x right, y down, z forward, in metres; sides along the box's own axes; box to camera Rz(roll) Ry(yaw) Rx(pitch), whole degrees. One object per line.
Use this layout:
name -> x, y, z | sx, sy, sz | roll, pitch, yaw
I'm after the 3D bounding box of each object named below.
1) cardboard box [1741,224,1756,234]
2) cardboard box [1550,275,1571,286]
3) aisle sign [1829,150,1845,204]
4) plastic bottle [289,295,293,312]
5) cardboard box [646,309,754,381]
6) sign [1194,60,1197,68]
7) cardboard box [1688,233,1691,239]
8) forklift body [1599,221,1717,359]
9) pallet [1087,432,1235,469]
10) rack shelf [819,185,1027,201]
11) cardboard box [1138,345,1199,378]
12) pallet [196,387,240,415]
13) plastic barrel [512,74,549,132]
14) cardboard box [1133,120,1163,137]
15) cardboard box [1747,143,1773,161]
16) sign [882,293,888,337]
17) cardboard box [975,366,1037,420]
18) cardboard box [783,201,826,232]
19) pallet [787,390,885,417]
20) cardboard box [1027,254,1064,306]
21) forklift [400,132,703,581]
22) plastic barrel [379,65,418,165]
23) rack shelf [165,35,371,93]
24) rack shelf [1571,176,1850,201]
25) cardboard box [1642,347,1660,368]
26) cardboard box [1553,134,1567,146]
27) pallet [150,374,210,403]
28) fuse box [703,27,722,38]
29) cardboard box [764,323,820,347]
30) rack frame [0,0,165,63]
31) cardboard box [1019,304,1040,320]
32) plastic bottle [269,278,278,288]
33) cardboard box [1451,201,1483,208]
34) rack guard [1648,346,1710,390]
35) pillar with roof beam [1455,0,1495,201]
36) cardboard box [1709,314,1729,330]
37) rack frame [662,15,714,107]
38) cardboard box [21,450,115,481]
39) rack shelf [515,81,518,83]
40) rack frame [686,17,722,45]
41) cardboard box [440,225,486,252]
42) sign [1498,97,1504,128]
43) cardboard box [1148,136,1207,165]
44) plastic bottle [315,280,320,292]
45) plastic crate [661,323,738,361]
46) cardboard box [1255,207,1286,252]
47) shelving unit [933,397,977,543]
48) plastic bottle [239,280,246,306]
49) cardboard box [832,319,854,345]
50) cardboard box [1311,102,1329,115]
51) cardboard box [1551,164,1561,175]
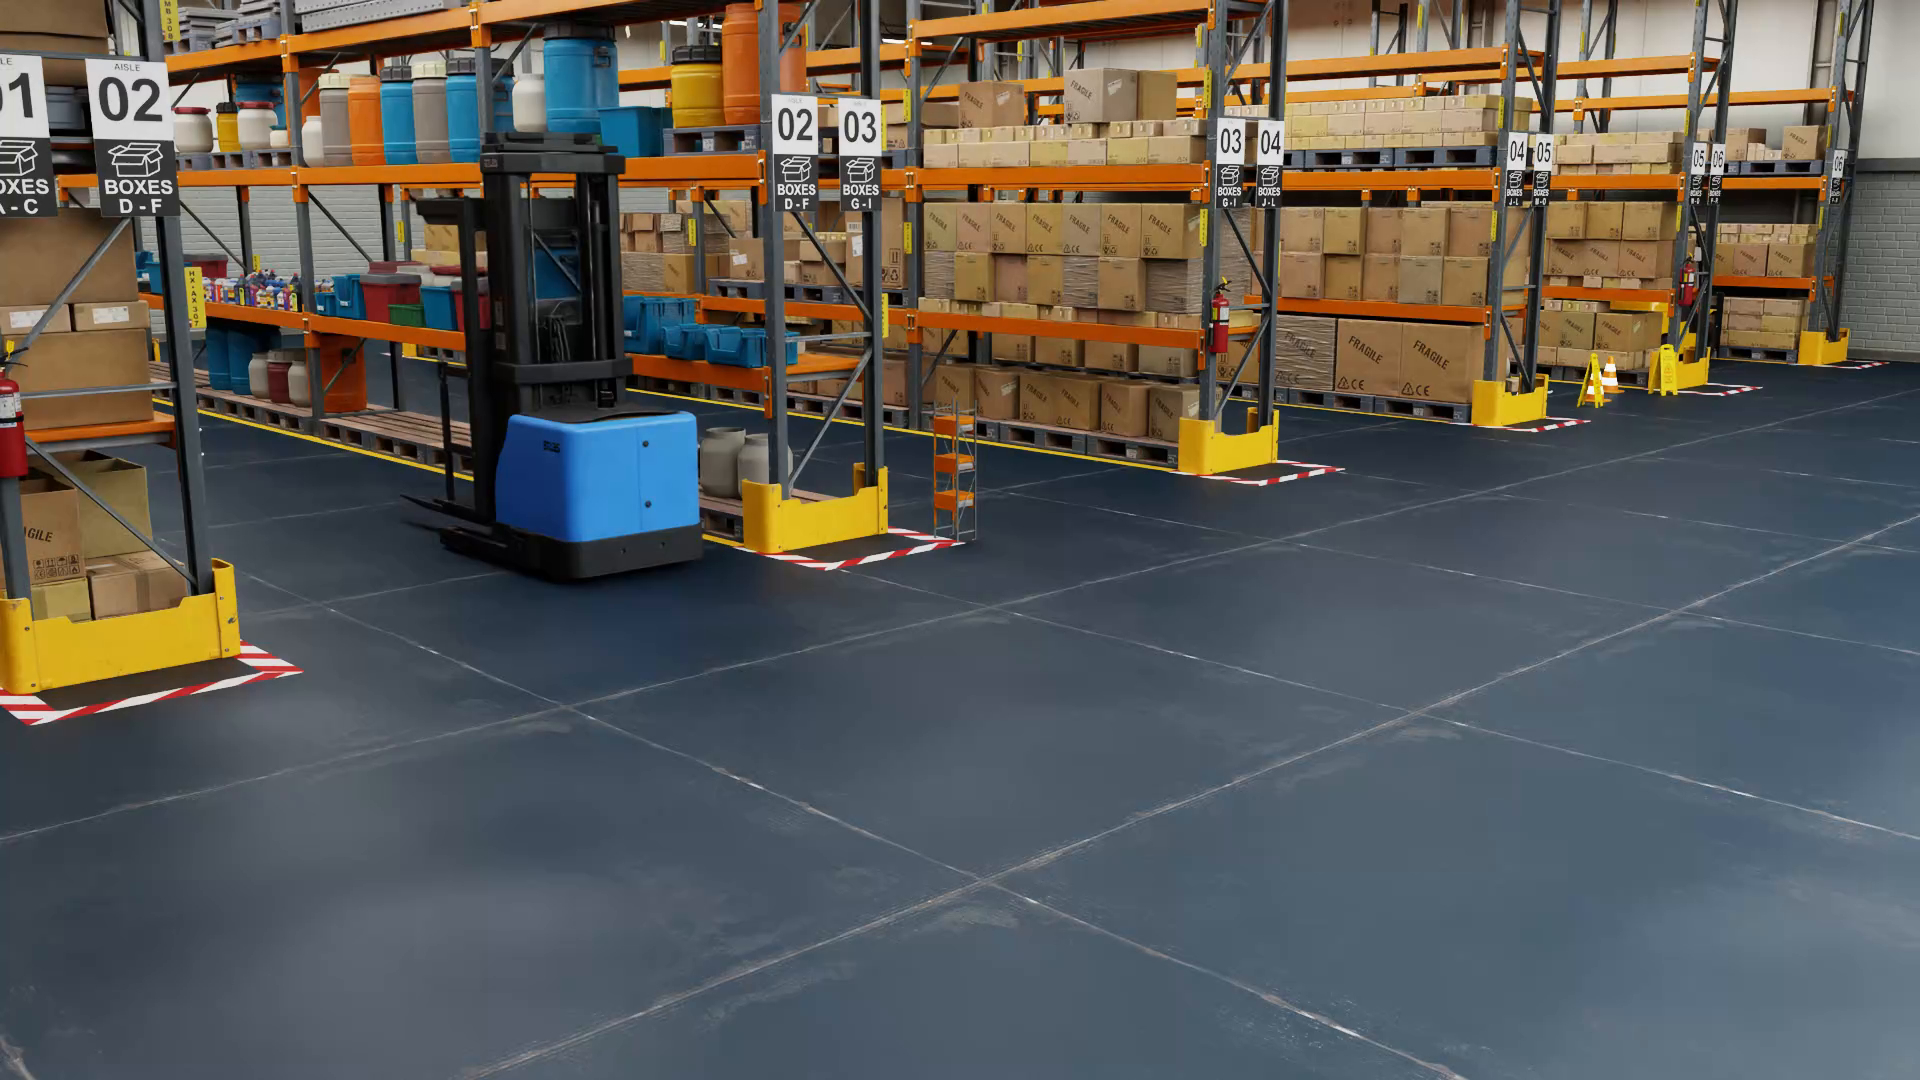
cardboard box -> 12.447, -4.879, 26.068 | 0.380, 0.149, 0.250 | -11, 16, -42
cardboard box -> 8.424, -3.618, 23.160 | 0.380, 0.149, 0.250 | -11, 16, -43
aisle sign -> 13.191, -5.454, 25.008 | 0.394, 0.787, 0.004 | -11, 16, -43
plastic bottle -> -7.158, -2.557, 17.882 | 0.097, 0.201, 0.097 | 0, 12, 0
cardboard box -> -3.383, -2.594, 21.794 | 0.875, 0.875, 1.225 | 11, 16, 43
sign -> 4.666, -9.344, 32.954 | 0.100, 0.325, 0.005 | -11, 16, -43
cardboard box -> 11.679, -4.870, 26.761 | 0.380, 0.149, 0.250 | -11, 16, -44
forklift body -> 10.729, -3.838, 25.710 | 2.313, 2.155, 1.214 | -11, 16, -43
pallet -> 2.015, -0.927, 16.387 | 1.003, 0.211, 1.213 | -11, 16, -43
rack shelf -> -0.645, -5.411, 25.589 | 1.077, 0.370, 4.000 | -11, 16, -43
cardboard box -> 3.004, -2.600, 22.133 | 1.050, 0.750, 0.750 | -11, 16, -43
pallet -> -8.763, -1.735, 20.309 | 1.003, 0.211, 1.213 | -11, 16, -43
plastic barrel -> -3.586, -3.691, 14.142 | 0.421, 0.512, 0.421 | 0, 12, 0
cardboard box -> 1.823, -3.825, 15.494 | 0.250, 0.149, 0.380 | 11, 16, 43
cardboard box -> 12.391, -6.005, 25.735 | 0.396, 0.266, 0.258 | -11, 16, -42
sign -> -0.578, -1.679, 12.443 | 0.100, 0.325, 0.005 | -11, 16, -43
cardboard box -> 0.489, -1.577, 17.785 | 0.500, 0.500, 0.500 | -5, 13, -25
cardboard box -> -2.547, -5.301, 27.245 | 0.500, 0.500, 0.500 | 11, 16, 43
pallet -> -1.545, -1.668, 19.982 | 1.003, 0.211, 1.213 | -11, 16, -43
cardboard box -> 1.160, -2.647, 16.839 | 0.875, 0.500, 0.500 | -11, 16, -43
forklift -> -3.140, -1.401, 11.948 | 1.130, 2.935, 3.031 | -10, 16, -41
plastic barrel -> -5.153, -4.001, 15.723 | 0.600, 0.901, 0.708 | -11, 16, -43
rack shelf -> -7.885, -5.317, 18.694 | 1.077, 0.370, 4.000 | -11, 16, -43
rack shelf -> 11.977, -5.640, 26.702 | 1.077, 0.370, 4.000 | -11, 16, -43
cardboard box -> 9.414, -2.554, 23.149 | 0.500, 0.250, 0.500 | -11, 16, -43
cardboard box -> 8.240, -5.503, 22.901 | 0.380, 0.149, 0.250 | -10, 16, -41
pallet -> -9.802, -1.955, 21.379 | 1.003, 0.211, 1.213 | -11, 16, -43
fuse box -> -5.354, -11.160, 36.349 | 0.513, 0.334, 0.176 | -11, 16, -43
cardboard box -> -2.063, -2.514, 20.428 | 0.500, 0.250, 0.500 | -9, 14, -36
rack frame -> -4.564, -3.716, 8.149 | 1.000, 3.000, 0.127 | -11, 16, -43
cardboard box -> 0.817, -2.328, 16.902 | 0.380, 0.149, 0.250 | -11, 16, -43
plastic bottle -> -8.144, -2.977, 19.746 | 0.097, 0.271, 0.097 | 0, 12, 0
cardboard box -> 7.492, -4.635, 24.013 | 0.700, 0.500, 0.500 | -11, 16, -42
rack guard -> 9.718, -2.326, 22.461 | 1.175, 0.500, 0.348 | -11, 16, -43
pillar with roof beam -> 6.272, -7.672, 27.351 | 9.100, 9.000, 0.400 | -11, 16, -43
cardboard box -> 12.086, -3.510, 26.547 | 0.500, 0.250, 0.500 | -11, 16, -44
rack frame -> -4.789, -8.108, 29.464 | 1.000, 3.000, 0.127 | -11, 16, -43
cardboard box -> -5.475, -0.258, 10.143 | 0.500, 0.500, 0.500 | -11, 16, -43
rack shelf -> -7.065, -6.591, 24.877 | 1.077, 0.370, 4.000 | -11, 16, -43
rack frame -> -2.921, -6.264, 20.514 | 1.000, 3.000, 0.127 | -11, 16, -43
cardboard box -> -7.602, -4.677, 25.456 | 0.500, 0.500, 0.500 | 11, 16, 44
sign -> 5.858, -4.625, 17.994 | 0.100, 0.325, 0.005 | -11, 16, -43
cardboard box -> 2.087, -3.589, 15.335 | 0.500, 0.250, 0.500 | -10, 16, -41
plastic bottle -> -7.427, -2.870, 19.226 | 0.097, 0.271, 0.097 | 0, 12, 0
plastic crate -> -1.985, -1.522, 12.733 | 0.499, 0.251, 0.408 | -11, 16, -43
cardboard box -> 4.192, -3.898, 20.850 | 0.875, 0.550, 0.550 | -11, 16, -43
shelving unit -> -0.037, -0.522, 12.344 | 0.215, 1.050, 0.252 | -11, 16, -43
plastic bottle -> -8.101, -2.791, 18.814 | 0.061, 0.283, 0.133 | -11, 16, -43
cardboard box -> -1.708, -3.422, 26.743 | 0.500, 0.500, 0.500 | -10, 15, -40
cardboard box -> 4.383, -5.123, 19.770 | 0.380, 0.149, 0.250 | -11, 16, -43
cardboard box -> 8.229, -5.116, 22.999 | 0.380, 0.149, 0.250 | -11, 16, -43
